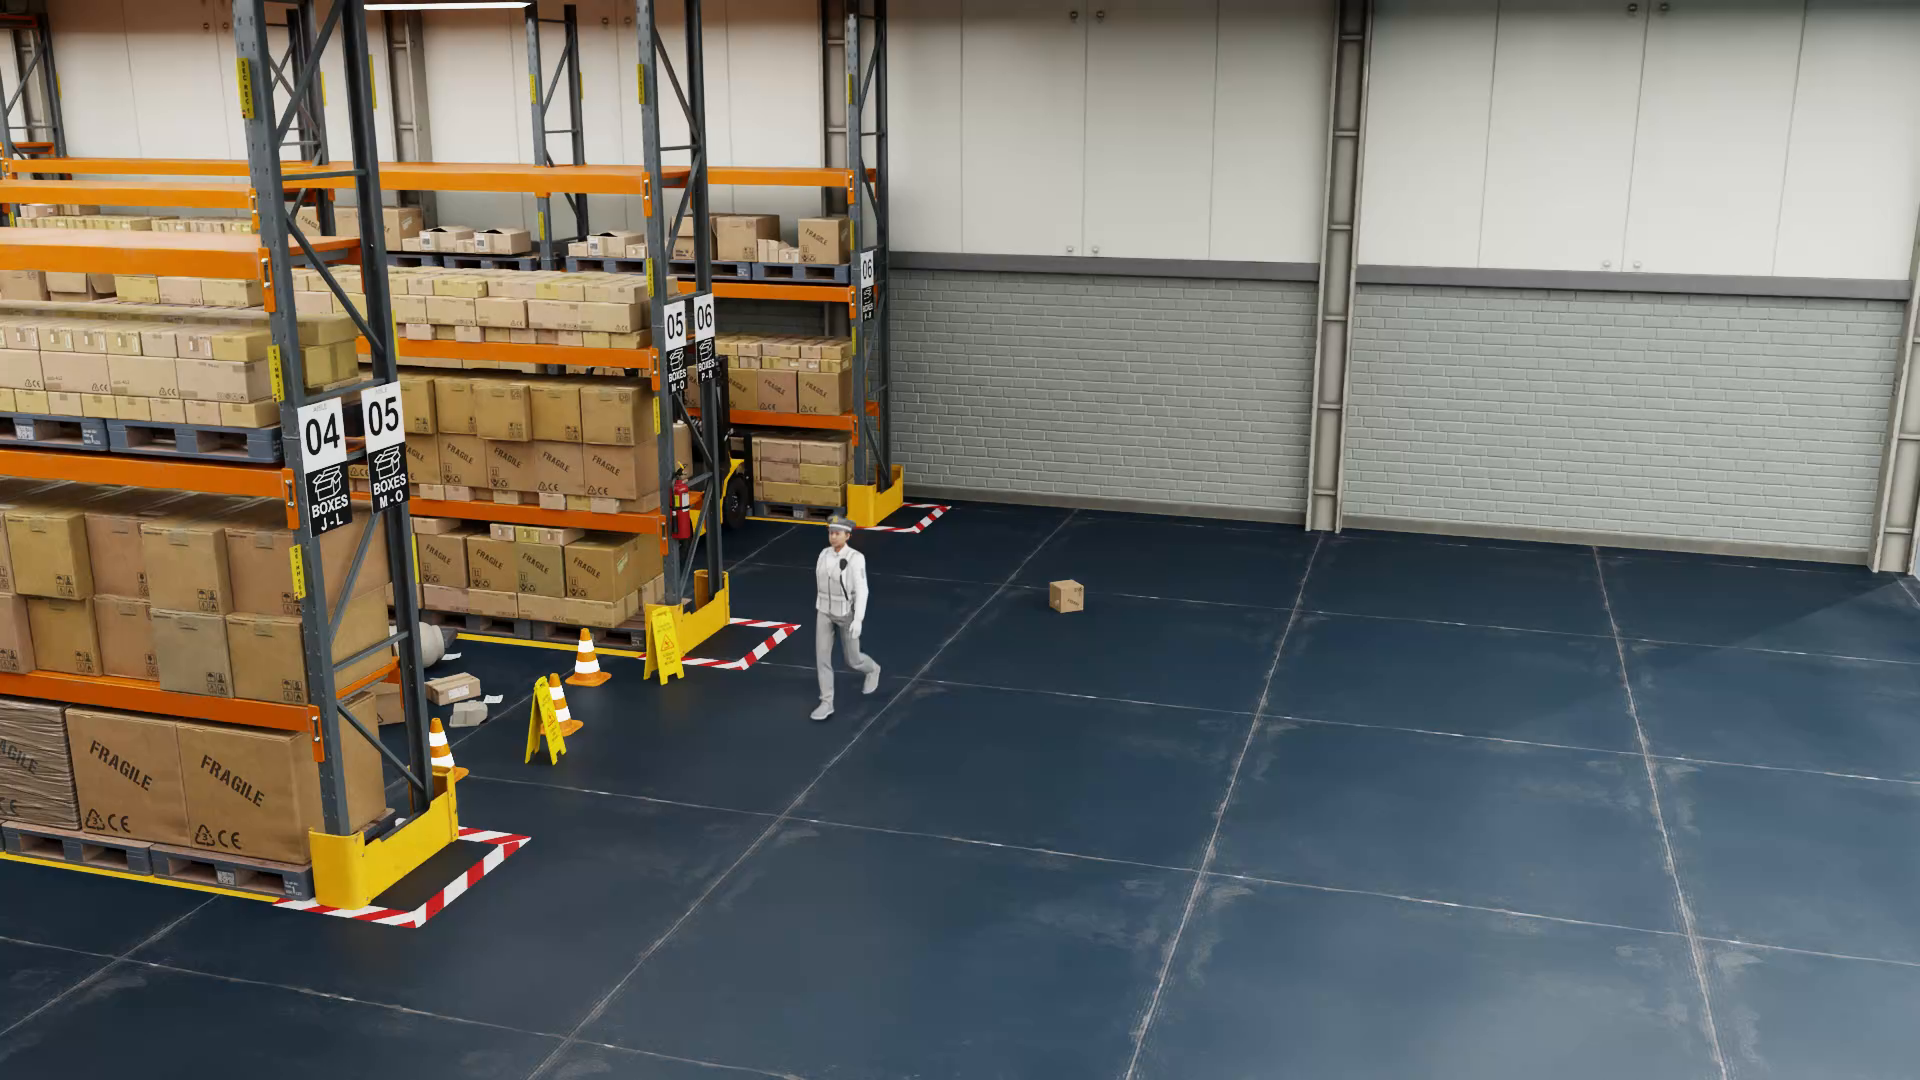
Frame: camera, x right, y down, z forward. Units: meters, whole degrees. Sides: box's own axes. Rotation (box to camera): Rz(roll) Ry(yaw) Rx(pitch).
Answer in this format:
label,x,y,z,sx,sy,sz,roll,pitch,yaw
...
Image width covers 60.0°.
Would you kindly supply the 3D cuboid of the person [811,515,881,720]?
label,x,y,z,sx,sy,sz,roll,pitch,yaw
person,-0.956,0.589,13.686,0.488,1.659,0.837,8,17,26
